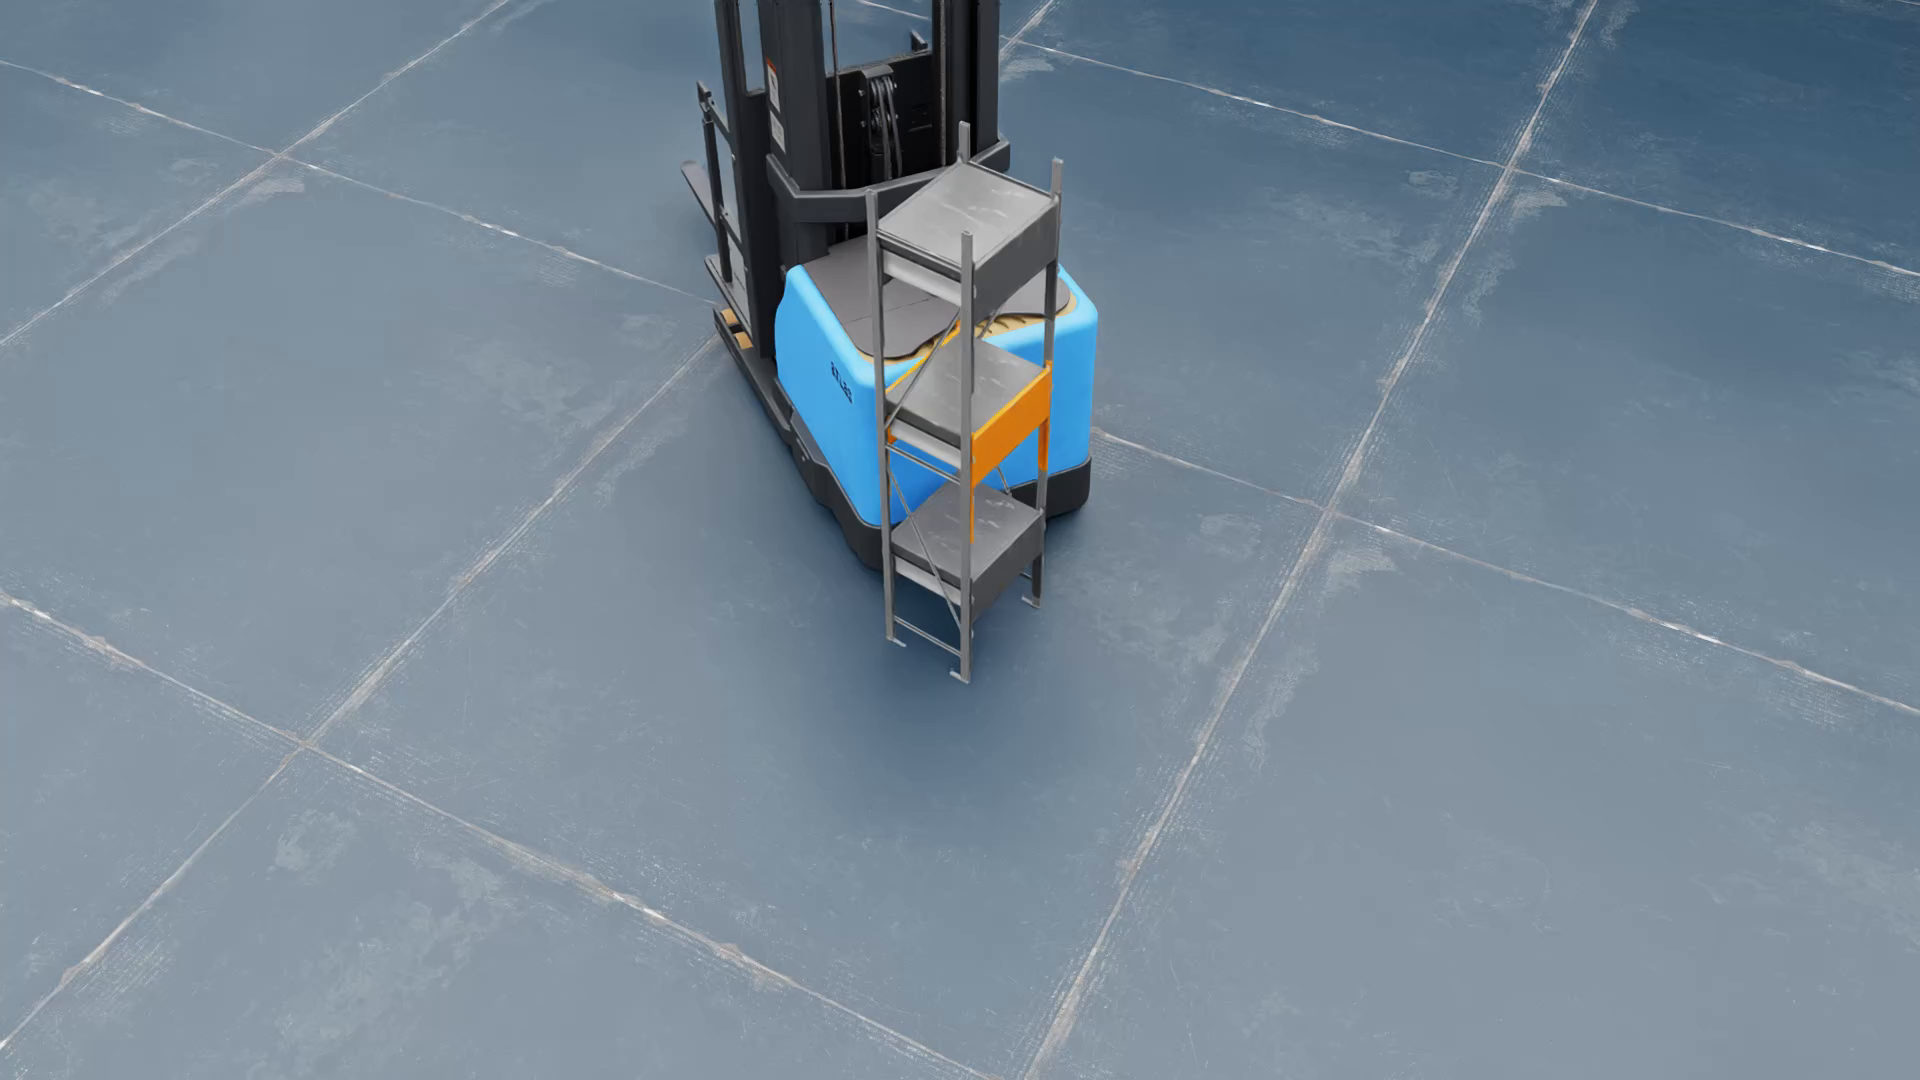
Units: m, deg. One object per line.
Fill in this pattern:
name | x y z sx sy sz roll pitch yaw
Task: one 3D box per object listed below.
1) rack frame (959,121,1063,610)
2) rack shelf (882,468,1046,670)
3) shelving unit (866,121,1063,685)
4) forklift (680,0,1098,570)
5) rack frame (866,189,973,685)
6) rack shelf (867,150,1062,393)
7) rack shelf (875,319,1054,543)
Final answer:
rack frame | 0.162 -0.542 6.089 0.400 2.100 0.015 28 51 25
rack shelf | 0.018 0.100 6.458 0.431 0.518 0.480 28 51 25
shelving unit | 0.018 -0.402 5.951 0.431 2.100 0.503 28 51 25
forklift | -0.521 -1.966 6.912 1.130 2.935 3.031 -18 48 -17
rack frame | -0.126 -0.262 5.812 0.400 2.100 0.015 28 51 25
rack shelf | 0.018 -0.884 5.463 0.431 0.518 0.480 28 51 25
rack shelf | 0.018 -0.392 5.960 0.431 0.518 0.480 28 51 25
